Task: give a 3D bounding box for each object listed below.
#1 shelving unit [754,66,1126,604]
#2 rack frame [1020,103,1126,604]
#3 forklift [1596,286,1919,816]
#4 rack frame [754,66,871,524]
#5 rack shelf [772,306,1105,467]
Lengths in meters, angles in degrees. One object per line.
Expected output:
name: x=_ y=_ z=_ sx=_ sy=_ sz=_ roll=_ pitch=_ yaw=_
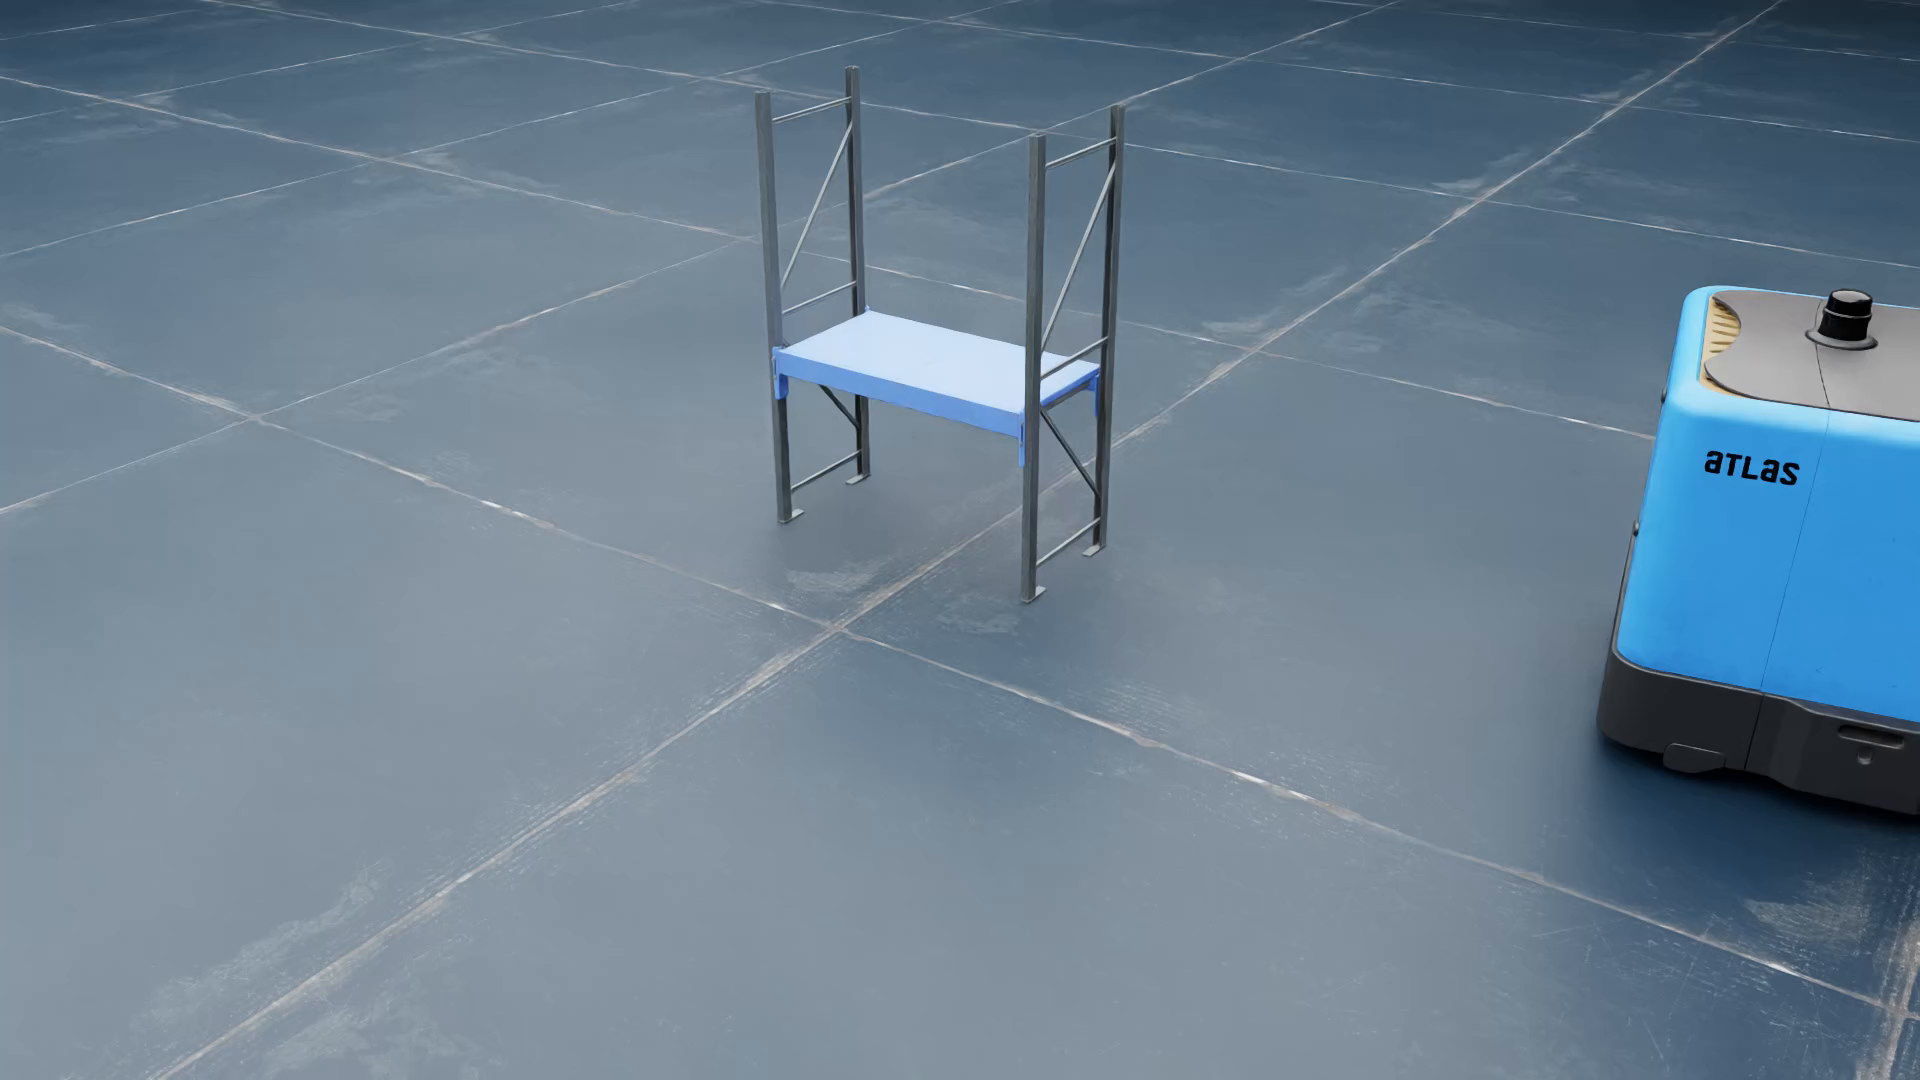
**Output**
shelving unit: x=-0.070 y=-0.690 z=5.453 sx=1.048 sy=1.500 sz=0.538 roll=17 pitch=32 yaw=30
rack frame: x=0.349 y=-0.560 z=5.196 sx=0.032 sy=1.500 sz=0.500 roll=17 pitch=32 yaw=30
forklift: x=3.320 y=-0.640 z=3.775 sx=3.031 sy=2.935 sz=1.130 roll=11 pitch=29 yaw=21
rack frame: x=-0.489 y=-0.821 z=5.709 sx=0.032 sy=1.500 sz=0.500 roll=17 pitch=32 yaw=30
rack shelf: x=-0.070 y=-0.530 z=5.534 sx=1.000 sy=0.185 sz=0.538 roll=17 pitch=32 yaw=30
